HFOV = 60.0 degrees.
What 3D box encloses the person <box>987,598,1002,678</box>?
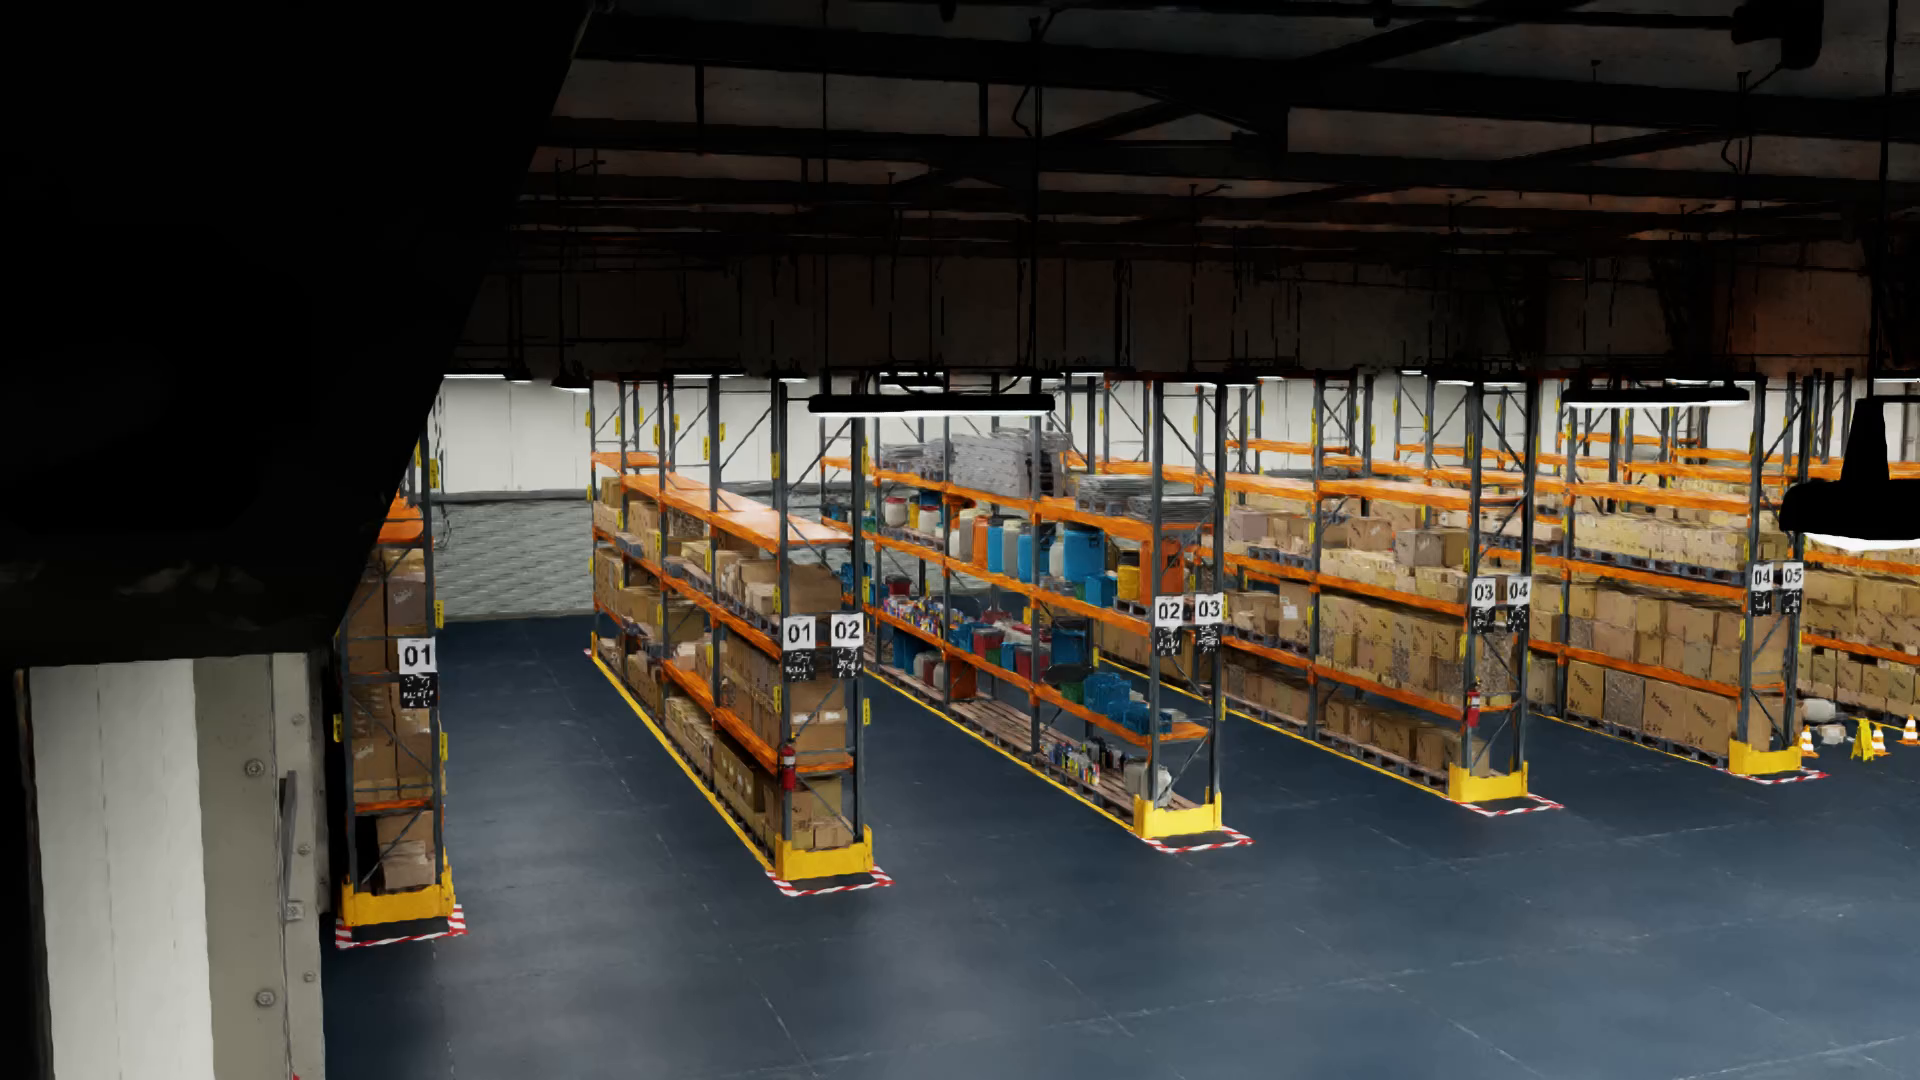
[{"bbox_3d":[0.688,1.879,32.740,0.443,1.596,1.118,-3,7,-22],"label":"person"}]
